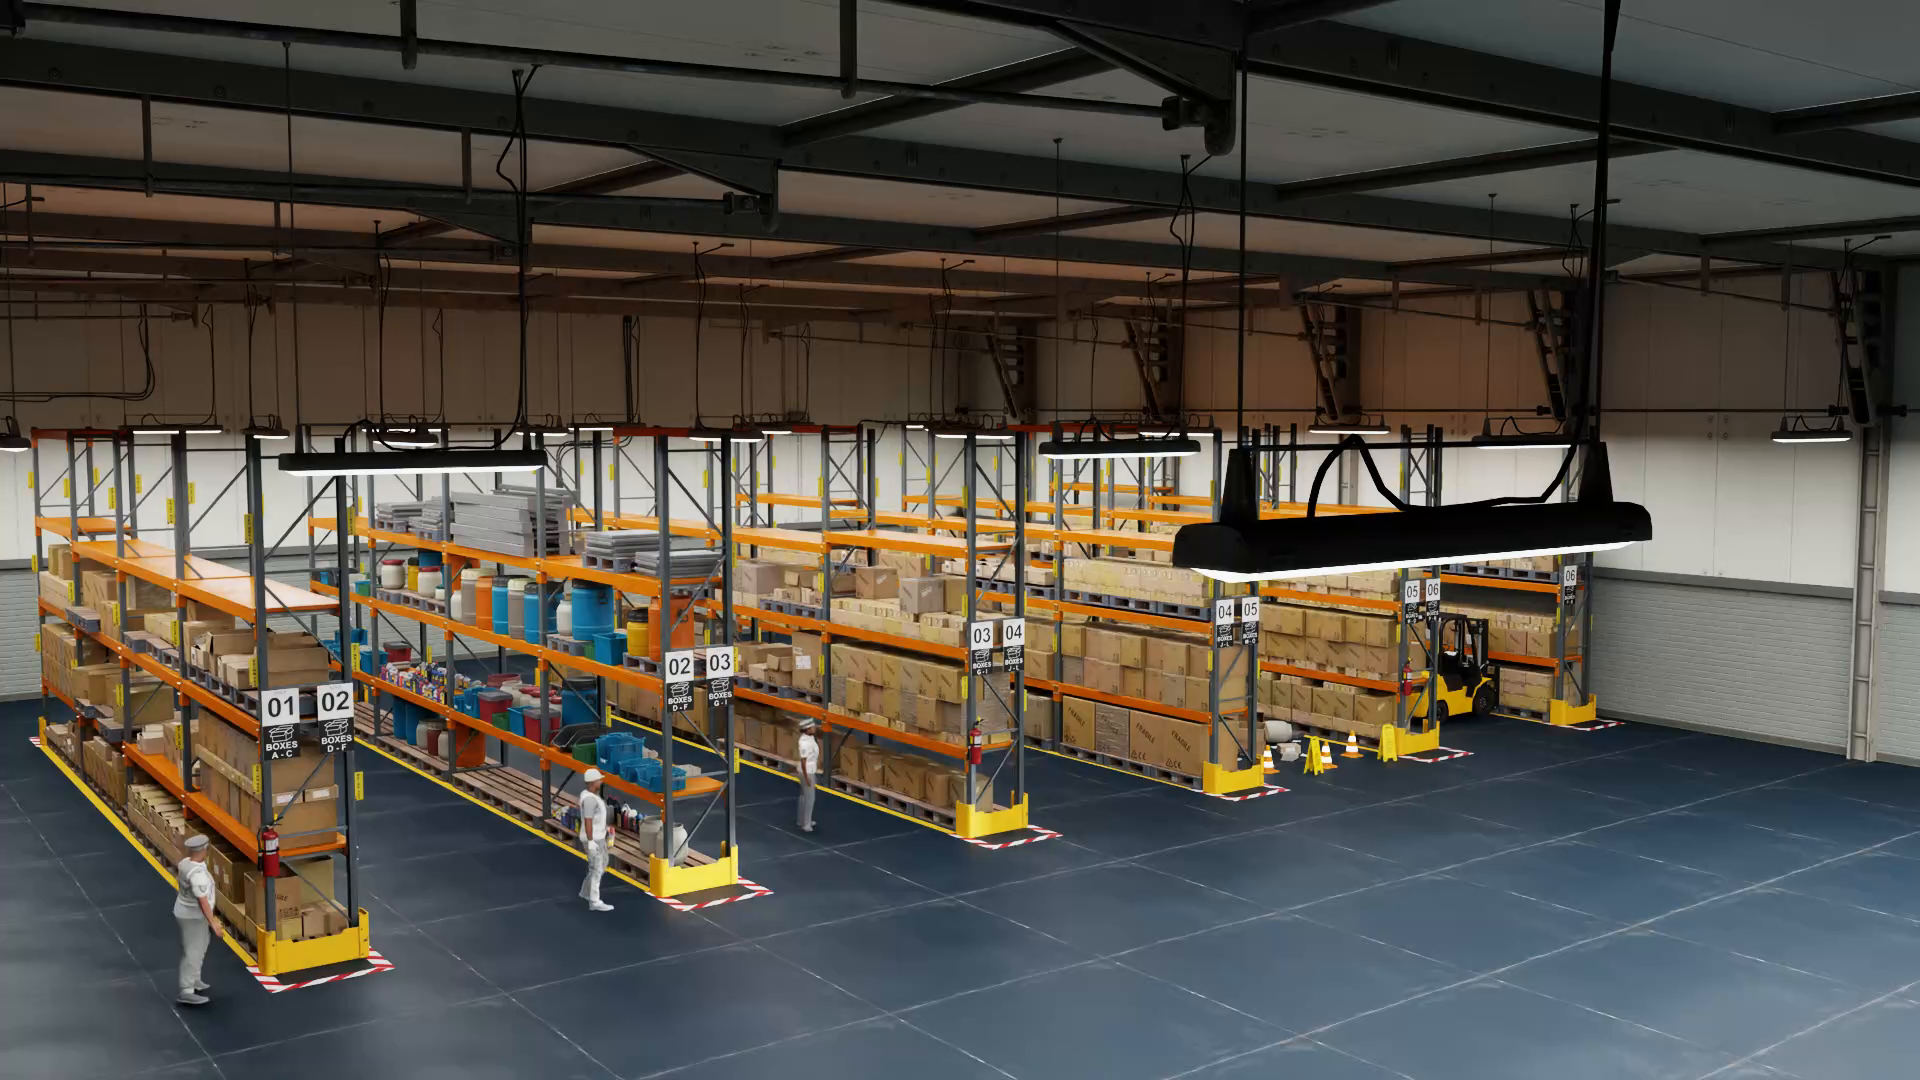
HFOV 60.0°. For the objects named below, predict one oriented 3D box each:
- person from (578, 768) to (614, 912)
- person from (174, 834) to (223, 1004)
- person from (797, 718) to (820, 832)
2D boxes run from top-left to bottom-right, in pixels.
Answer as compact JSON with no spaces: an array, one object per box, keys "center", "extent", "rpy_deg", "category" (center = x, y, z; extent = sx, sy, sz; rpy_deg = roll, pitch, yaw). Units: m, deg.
[{"center":[-4.634,3.797,21.101],"extent":[0.444,1.804,0.646],"rpy_deg":[-1,5,-12],"category":"person"},{"center":[-8.214,4.072,17.901],"extent":[0.461,1.809,0.683],"rpy_deg":[-3,5,-30],"category":"person"},{"center":[-2.306,3.525,25.140],"extent":[0.359,1.698,0.538],"rpy_deg":[0,4,0],"category":"person"}]
